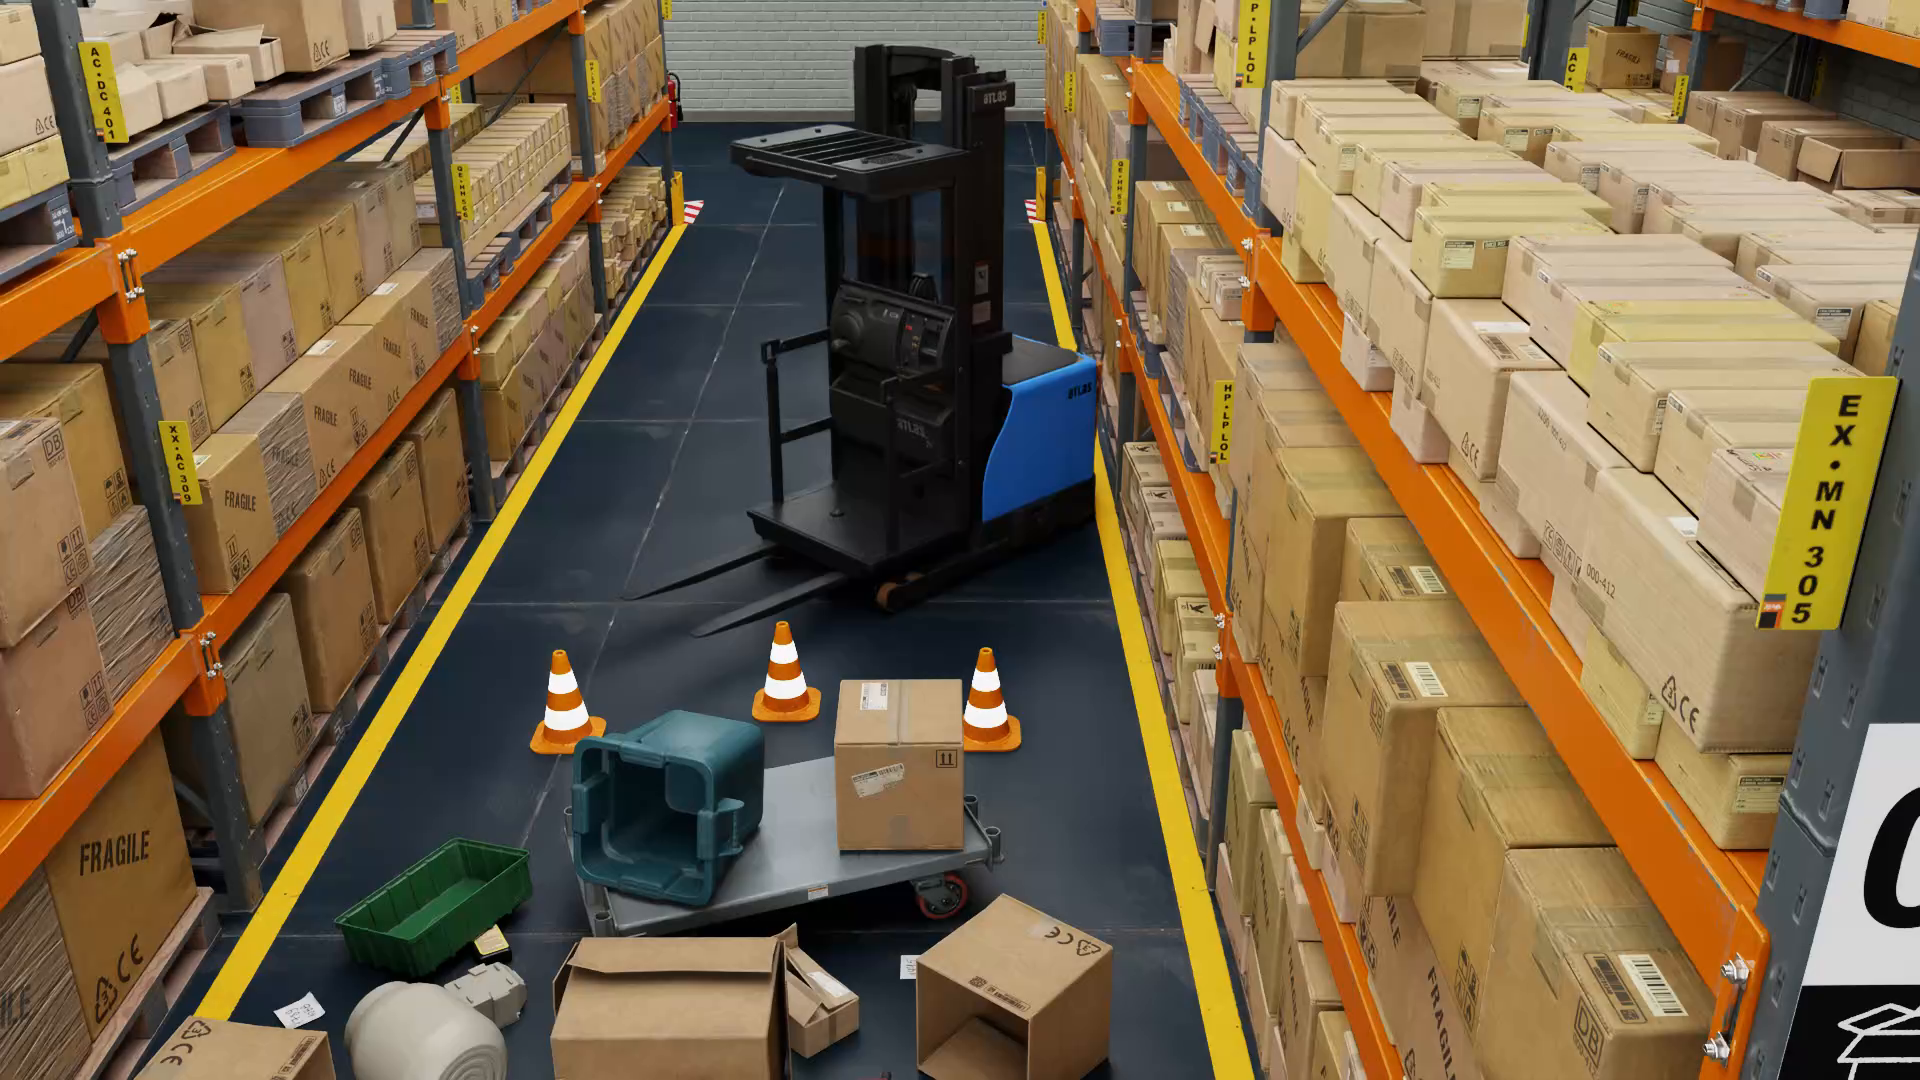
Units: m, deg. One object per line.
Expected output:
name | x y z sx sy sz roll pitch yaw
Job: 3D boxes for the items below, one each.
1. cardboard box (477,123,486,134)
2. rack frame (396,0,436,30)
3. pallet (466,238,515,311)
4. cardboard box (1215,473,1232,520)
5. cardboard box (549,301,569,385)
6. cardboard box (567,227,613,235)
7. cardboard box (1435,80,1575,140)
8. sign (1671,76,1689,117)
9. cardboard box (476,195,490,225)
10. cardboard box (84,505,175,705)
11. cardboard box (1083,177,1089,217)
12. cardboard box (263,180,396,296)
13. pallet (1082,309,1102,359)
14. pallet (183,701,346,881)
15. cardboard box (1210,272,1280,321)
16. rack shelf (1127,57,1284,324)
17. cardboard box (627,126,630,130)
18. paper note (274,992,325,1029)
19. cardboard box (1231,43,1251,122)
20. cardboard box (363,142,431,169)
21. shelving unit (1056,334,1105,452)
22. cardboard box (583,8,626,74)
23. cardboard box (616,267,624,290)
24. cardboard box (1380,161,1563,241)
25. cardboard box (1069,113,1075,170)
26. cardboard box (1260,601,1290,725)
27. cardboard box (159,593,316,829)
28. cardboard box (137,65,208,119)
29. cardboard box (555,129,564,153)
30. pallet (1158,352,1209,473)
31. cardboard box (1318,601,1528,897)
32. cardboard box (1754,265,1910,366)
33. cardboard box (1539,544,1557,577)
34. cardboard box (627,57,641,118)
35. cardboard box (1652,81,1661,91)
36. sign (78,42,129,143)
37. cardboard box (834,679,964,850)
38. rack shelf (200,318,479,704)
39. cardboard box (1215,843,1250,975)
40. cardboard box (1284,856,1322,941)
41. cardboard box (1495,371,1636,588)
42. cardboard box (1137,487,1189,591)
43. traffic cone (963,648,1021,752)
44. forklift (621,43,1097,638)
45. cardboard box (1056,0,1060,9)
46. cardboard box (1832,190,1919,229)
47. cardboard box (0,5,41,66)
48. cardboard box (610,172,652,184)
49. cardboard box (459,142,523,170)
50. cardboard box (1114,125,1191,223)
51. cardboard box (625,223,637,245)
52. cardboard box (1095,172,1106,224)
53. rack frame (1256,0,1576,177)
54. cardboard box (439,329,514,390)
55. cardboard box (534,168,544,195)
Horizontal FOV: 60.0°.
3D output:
cardboard box | -3.950 -3.192 13.102 0.380 0.149 0.250 0 24 0
rack frame | -3.451 -4.229 8.681 1.000 3.000 0.127 0 24 -1
pallet | -3.565 -1.701 10.605 1.213 0.211 1.003 0 24 -1
cardboard box | 1.260 -0.199 6.845 0.380 0.149 0.250 0 24 0
cardboard box | -3.228 -1.470 12.383 0.500 0.500 0.500 -1 24 -2
cardboard box | -3.287 -2.668 14.737 0.380 0.149 0.250 -1 24 -1
cardboard box | 1.763 -1.397 5.397 0.380 0.149 0.250 0 24 1
sign | 5.875 -3.620 13.564 0.100 0.325 0.005 0 24 -1
cardboard box | -3.266 -2.130 10.753 0.380 0.149 0.250 -1 24 -2
cardboard box | -3.391 0.236 5.906 0.875 0.550 0.550 0 24 -1
cardboard box | 1.192 -2.532 12.391 0.500 0.250 0.500 0 24 -1
cardboard box | -3.449 -1.603 8.820 0.700 0.500 0.500 -1 24 -1
pallet | 1.538 -1.620 13.575 1.003 0.211 1.213 0 24 -1
pallet | -3.491 1.106 7.549 1.003 0.211 1.213 0 24 -1
cardboard box | 1.290 -1.052 7.158 0.380 0.149 0.250 -1 24 -2
rack shelf | 1.520 -1.774 7.766 1.077 0.370 4.000 0 24 -1
cardboard box | -3.307 -3.904 15.547 0.380 0.149 0.250 0 24 0
paper note | -2.494 1.778 6.281 0.147 0.020 0.142 -19 31 -36
cardboard box | 1.390 -1.850 6.732 0.500 0.250 0.500 0 24 0
cardboard box | -3.928 -2.684 11.617 0.380 0.149 0.250 0 24 1
shelving unit | 0.727 -0.766 10.652 0.215 1.050 0.252 23 32 33
cardboard box | -3.251 -4.389 14.618 0.500 0.500 0.500 0 24 0
cardboard box | -3.180 -2.297 14.640 0.380 0.149 0.250 0 24 1
cardboard box | 1.288 -0.859 4.207 0.380 0.149 0.250 -1 24 -1
cardboard box | 1.194 -3.443 14.102 0.500 0.500 0.500 0 24 0
cardboard box | 1.296 0.297 5.471 0.500 0.500 0.500 0 24 -1
cardboard box | -3.504 0.731 7.214 1.050 0.750 0.750 0 24 -1
cardboard box | -3.170 -1.765 6.546 0.250 0.149 0.380 0 24 -1
cardboard box | -3.289 -3.085 12.865 0.380 0.149 0.250 0 24 0
pallet | 1.560 -0.657 8.295 1.003 0.211 1.213 0 24 -1
cardboard box | 1.255 0.473 3.870 0.700 0.500 0.500 -1 24 -1
cardboard box | 1.799 -0.438 3.276 0.380 0.149 0.250 0 24 -1
cardboard box | 1.361 0.022 3.226 0.380 0.149 0.250 0 24 0
cardboard box | -3.265 -4.163 15.331 0.500 0.500 0.500 1 24 2
cardboard box | 6.655 -4.127 15.555 0.500 0.250 0.500 0 24 -1
sign | -2.852 -1.489 5.538 0.100 0.325 0.005 0 24 -1
cardboard box | -0.238 0.903 6.728 0.500 0.500 0.500 0 24 -1
rack shelf | -3.429 -0.344 8.243 1.077 0.370 4.000 0 24 -1
cardboard box | 1.278 1.395 6.354 0.500 0.250 0.500 -1 24 -3
cardboard box | 1.233 1.132 5.237 0.380 0.149 0.250 1 24 2
cardboard box | 1.319 -0.114 3.043 0.500 0.250 0.500 -1 24 -1
cardboard box | 1.510 -0.017 9.326 0.950 0.372 0.625 -1 24 -2
traffic cone | 0.128 0.740 8.052 0.336 0.463 0.334 0 24 -1
forklift | -0.542 -1.170 9.281 1.130 2.935 3.031 22 32 40
cardboard box | 1.121 -5.182 15.945 0.380 0.149 0.250 -1 24 -2
cardboard box | 6.126 -2.140 11.013 0.500 0.250 0.500 -1 24 -3
cardboard box | -3.084 -1.551 5.105 0.380 0.149 0.250 0 24 -1
cardboard box | -3.334 -3.635 16.875 0.380 0.149 0.250 0 24 0
cardboard box | -3.277 -2.679 11.607 0.380 0.149 0.250 -1 24 -1
cardboard box | 1.231 -2.273 10.300 0.500 0.500 0.500 -1 24 -2
cardboard box | -3.228 -2.856 15.513 0.380 0.149 0.250 0 24 -1
cardboard box | 1.203 -2.340 11.358 0.500 0.250 0.500 -1 24 -2
rack frame | 1.542 -2.645 5.178 1.000 3.000 0.127 0 24 -1
cardboard box | -3.216 -1.175 10.822 0.500 0.250 0.500 -1 24 -3
cardboard box | -3.277 -2.630 12.221 0.380 0.149 0.250 -1 24 -3
